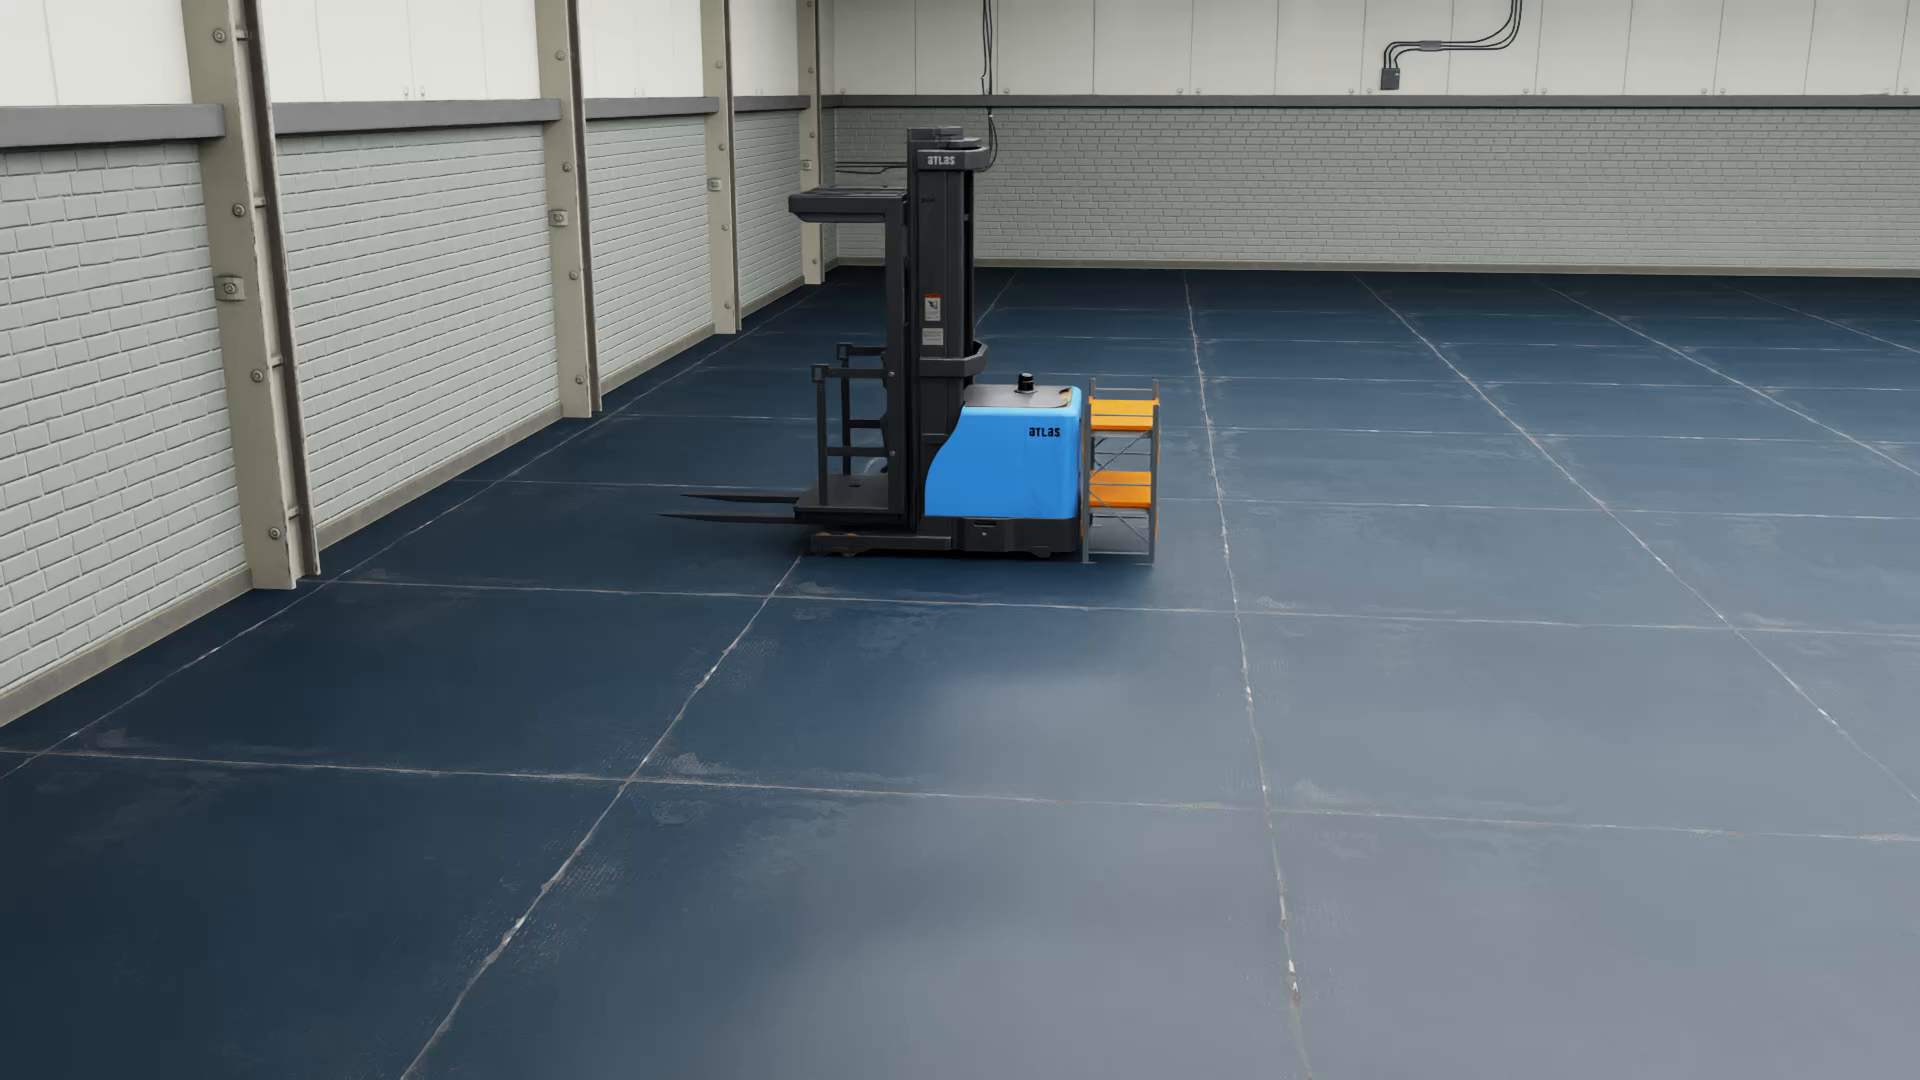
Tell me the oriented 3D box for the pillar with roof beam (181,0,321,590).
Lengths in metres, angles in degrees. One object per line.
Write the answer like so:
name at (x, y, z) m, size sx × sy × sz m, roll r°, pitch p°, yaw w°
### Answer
pillar with roof beam at (-0.253, -3.947, 9.518) m, size 9.100 × 9.000 × 0.400 m, roll 2°, pitch 15°, yaw 6°

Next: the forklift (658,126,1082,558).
forklift at (-0.644, -1.432, 11.843) m, size 3.031 × 2.935 × 1.130 m, roll 2°, pitch 15°, yaw 6°

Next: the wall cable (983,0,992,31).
wall cable at (1.835, -10.326, 29.385) m, size 3.097 × 2.526 × 0.112 m, roll 2°, pitch 15°, yaw 6°

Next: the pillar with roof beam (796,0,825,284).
pillar with roof beam at (1.778, -8.615, 26.783) m, size 9.100 × 9.000 × 0.400 m, roll 2°, pitch 15°, yaw 6°

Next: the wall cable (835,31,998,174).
wall cable at (-0.853, -7.968, 30.339) m, size 3.097 × 2.526 × 0.112 m, roll 2°, pitch 15°, yaw 6°

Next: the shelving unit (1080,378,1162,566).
shelving unit at (1.153, -0.508, 11.887) m, size 0.538 × 1.125 × 1.048 m, roll 2°, pitch 15°, yaw 6°

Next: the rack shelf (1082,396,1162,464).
rack shelf at (1.153, -0.791, 11.811) m, size 0.538 × 0.278 × 1.000 m, roll 2°, pitch 15°, yaw 6°

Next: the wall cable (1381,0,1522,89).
wall cable at (8.578, -10.825, 28.440) m, size 2.305 × 6.003 × 0.169 m, roll 2°, pitch 15°, yaw 6°

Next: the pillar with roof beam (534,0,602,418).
pillar with roof beam at (0.424, -5.503, 15.273) m, size 9.100 × 9.000 × 0.400 m, roll 2°, pitch 15°, yaw 6°

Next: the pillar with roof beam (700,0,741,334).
pillar with roof beam at (1.101, -7.059, 21.028) m, size 9.100 × 9.000 × 0.400 m, roll 2°, pitch 15°, yaw 6°

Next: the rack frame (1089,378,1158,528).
rack frame at (1.207, -0.640, 12.375) m, size 0.500 × 1.125 × 0.032 m, roll 2°, pitch 15°, yaw 6°

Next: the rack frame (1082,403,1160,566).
rack frame at (1.099, -0.376, 11.399) m, size 0.500 × 1.125 × 0.032 m, roll 2°, pitch 15°, yaw 6°

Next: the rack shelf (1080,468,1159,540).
rack shelf at (1.153, -0.272, 11.951) m, size 0.538 × 0.278 × 1.000 m, roll 2°, pitch 15°, yaw 6°
